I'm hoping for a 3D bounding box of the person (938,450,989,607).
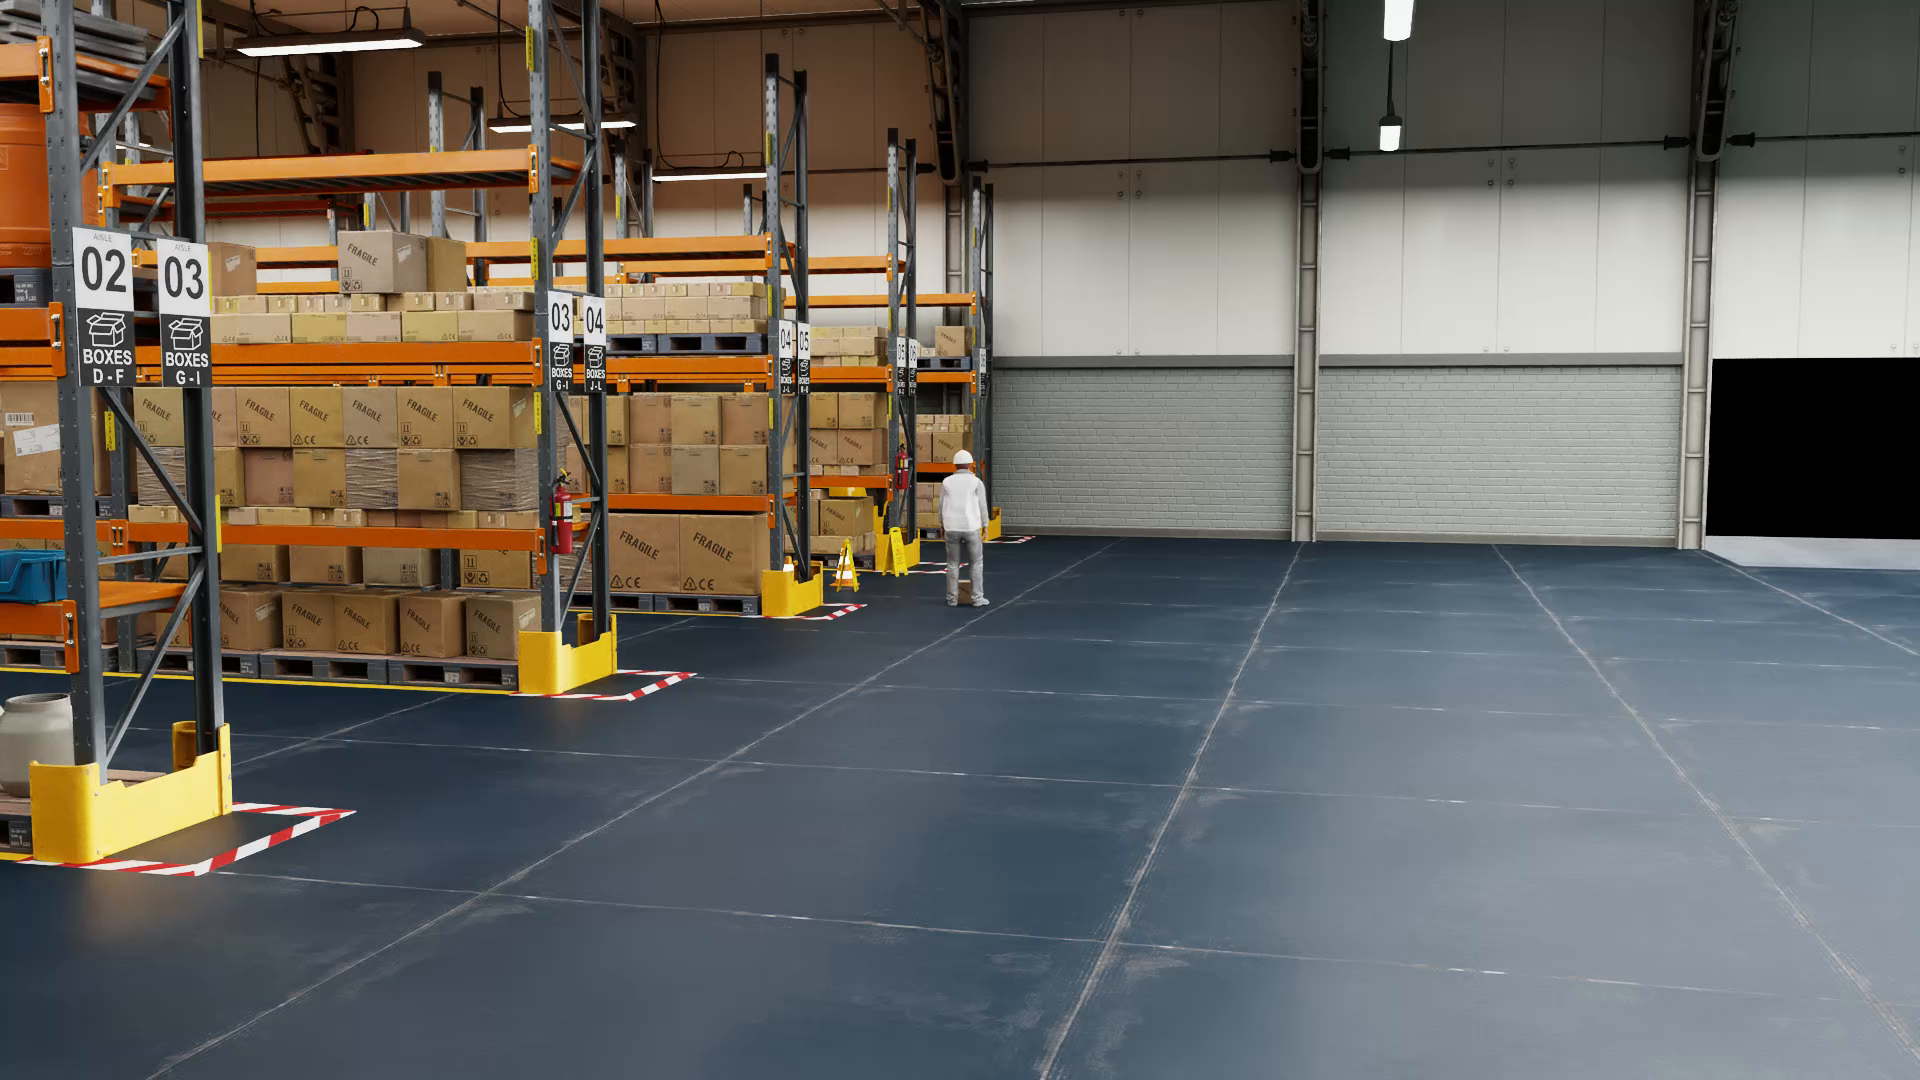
[{"bbox_3d":[0.041,-0.135,18.969,0.581,1.771,0.461,1,5,14],"label":"person"}]
